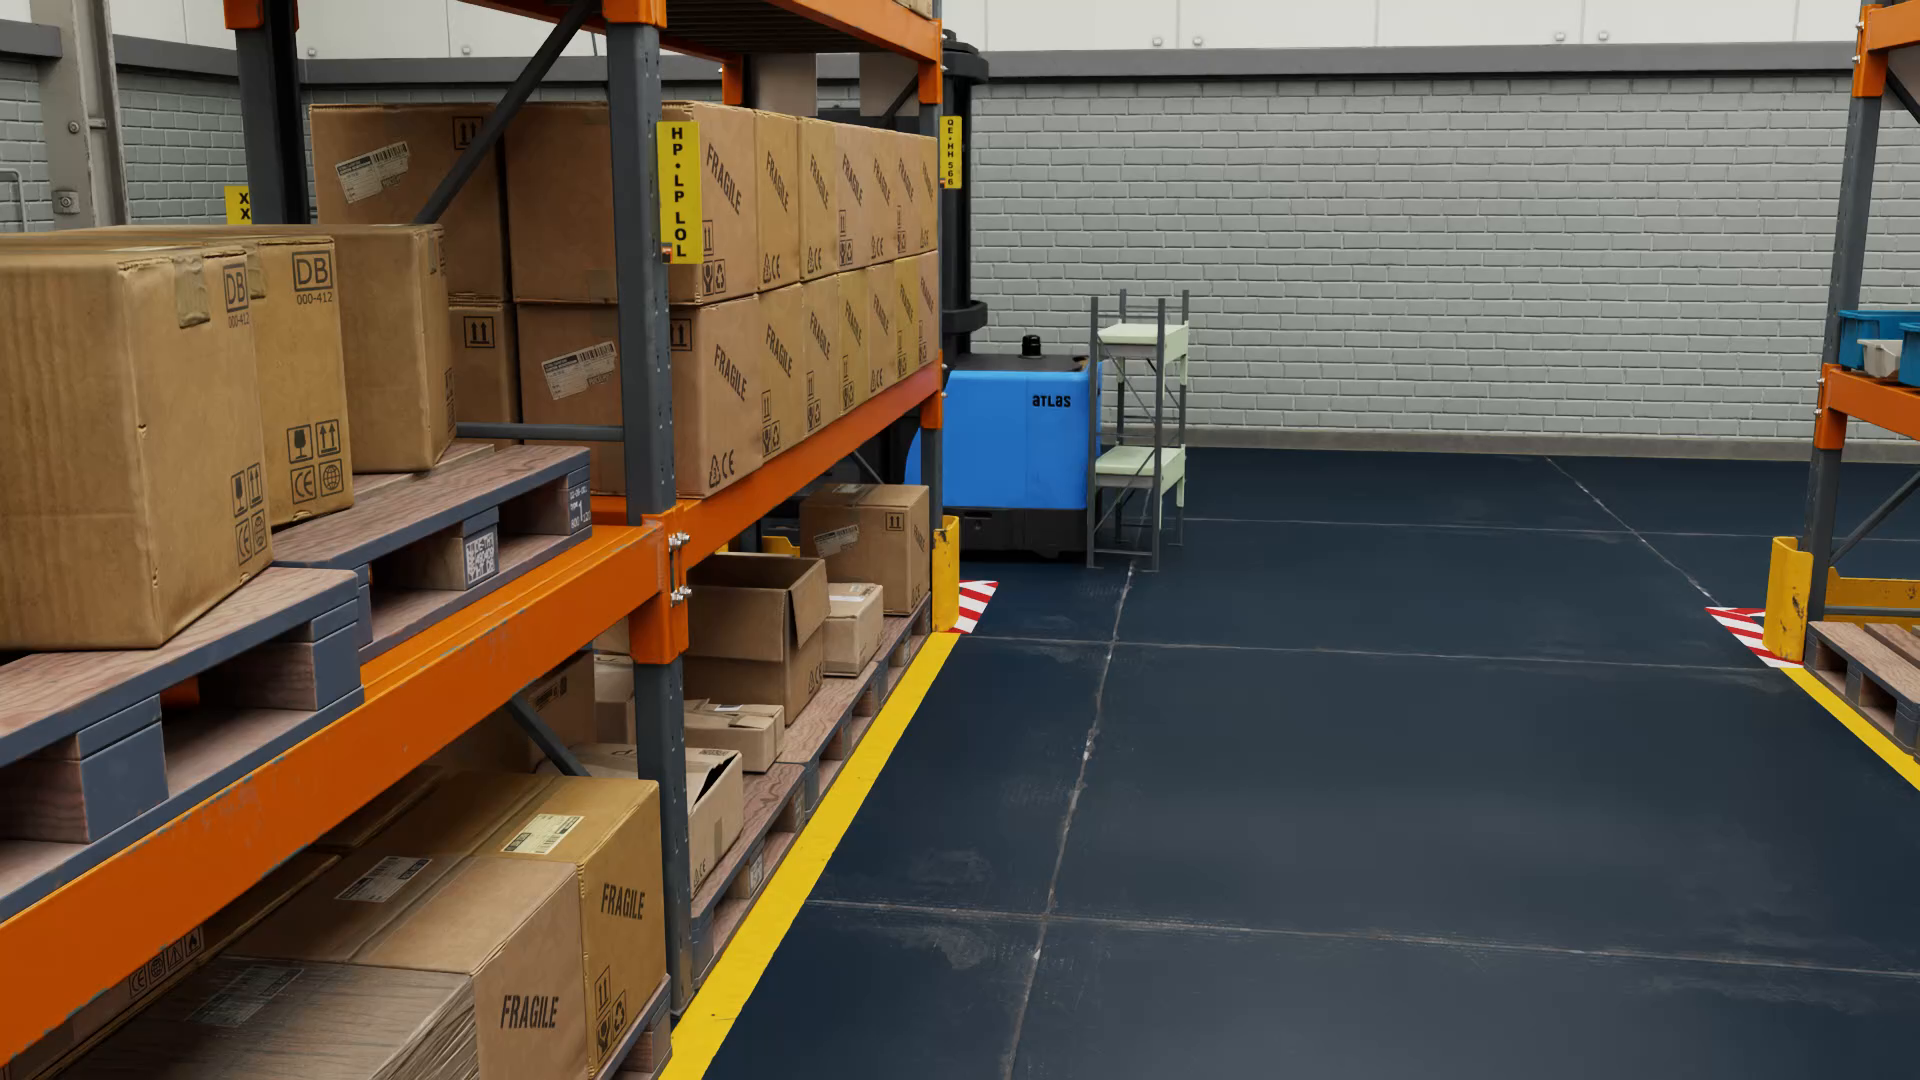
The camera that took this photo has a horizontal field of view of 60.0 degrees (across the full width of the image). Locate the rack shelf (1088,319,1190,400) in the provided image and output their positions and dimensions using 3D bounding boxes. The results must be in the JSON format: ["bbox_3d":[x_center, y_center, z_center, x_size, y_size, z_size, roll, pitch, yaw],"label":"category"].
[{"bbox_3d":[1.010,-1.020,9.313,0.431,0.370,0.720,4,13,17],"label":"rack shelf"}]

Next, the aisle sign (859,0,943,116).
[{"bbox_3d":[-0.275,-2.370,7.701,0.394,0.787,0.004,2,12,9],"label":"aisle sign"}]

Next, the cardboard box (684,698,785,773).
[{"bbox_3d":[-0.802,0.647,5.554,0.380,0.166,0.250,2,12,9],"label":"cardboard box"}]

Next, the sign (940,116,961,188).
[{"bbox_3d":[-0.043,-1.794,7.697,0.100,0.325,0.005,2,12,9],"label":"sign"}]

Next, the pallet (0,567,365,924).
[{"bbox_3d":[-1.524,0.259,2.127,1.003,0.211,1.213,2,12,9],"label":"pallet"}]

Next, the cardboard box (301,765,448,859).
[{"bbox_3d":[-1.519,0.837,3.878,0.500,0.500,0.500,1,12,6],"label":"cardboard box"}]

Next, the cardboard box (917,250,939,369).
[{"bbox_3d":[-0.388,-1.042,7.471,0.500,0.500,0.500,2,12,10],"label":"cardboard box"}]

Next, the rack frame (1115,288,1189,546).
[{"bbox_3d":[1.120,-0.712,9.736,0.400,1.500,0.023,4,13,17],"label":"rack frame"}]

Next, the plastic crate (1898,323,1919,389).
[{"bbox_3d":[3.841,-0.704,6.394,0.416,0.233,0.300,2,12,9],"label":"plastic crate"}]

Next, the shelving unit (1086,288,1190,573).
[{"bbox_3d":[1.010,-0.638,9.395,0.431,1.500,0.755,4,13,17],"label":"shelving unit"}]

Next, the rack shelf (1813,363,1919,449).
[{"bbox_3d":[3.998,-0.166,5.351,1.077,0.370,4.000,2,12,9],"label":"rack shelf"}]

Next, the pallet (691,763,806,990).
[{"bbox_3d":[-1.097,0.958,5.049,1.003,0.211,1.213,2,12,9],"label":"pallet"}]

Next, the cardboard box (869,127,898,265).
[{"bbox_3d":[-0.537,-1.318,6.379,0.500,0.500,0.500,2,12,10],"label":"cardboard box"}]

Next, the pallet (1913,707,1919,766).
[{"bbox_3d":[3.950,0.853,5.535,1.003,0.211,1.213,2,12,9],"label":"pallet"}]

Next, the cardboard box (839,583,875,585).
[{"bbox_3d":[-0.580,0.277,7.268,0.380,0.166,0.250,2,12,9],"label":"cardboard box"}]

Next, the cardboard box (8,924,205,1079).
[{"bbox_3d":[-1.672,0.679,2.833,0.500,0.250,0.500,2,12,9],"label":"cardboard box"}]

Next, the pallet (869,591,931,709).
[{"bbox_3d":[-0.722,0.450,7.406,1.003,0.211,1.213,2,12,9],"label":"pallet"}]

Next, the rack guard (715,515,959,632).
[{"bbox_3d":[-0.600,0.143,8.145,1.175,0.500,0.348,2,12,9],"label":"rack guard"}]

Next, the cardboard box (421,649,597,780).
[{"bbox_3d":[-1.396,0.617,4.902,0.500,0.500,0.500,2,12,9],"label":"cardboard box"}]

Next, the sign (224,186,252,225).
[{"bbox_3d":[-1.741,-0.702,4.075,0.100,0.325,0.005,2,12,9],"label":"sign"}]

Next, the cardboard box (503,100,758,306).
[{"bbox_3d":[-0.853,-0.889,4.389,0.500,0.500,0.500,2,12,10],"label":"cardboard box"}]

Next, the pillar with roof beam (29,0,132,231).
[{"bbox_3d":[-1.669,-4.638,10.155,9.100,9.000,0.400,2,12,9],"label":"pillar with roof beam"}]

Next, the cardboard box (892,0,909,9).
[{"bbox_3d":[-0.494,-2.269,6.638,0.500,0.250,0.500,2,12,9],"label":"cardboard box"}]

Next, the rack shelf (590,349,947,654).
[{"bbox_3d":[-0.896,-0.327,6.099,1.077,0.370,4.000,2,12,9],"label":"rack shelf"}]

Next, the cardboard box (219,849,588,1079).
[{"bbox_3d":[-1.080,0.959,3.313,0.500,0.500,0.500,2,12,9],"label":"cardboard box"}]

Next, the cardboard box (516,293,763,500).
[{"bbox_3d":[-0.856,-0.409,4.533,0.500,0.500,0.500,2,12,10],"label":"cardboard box"}]

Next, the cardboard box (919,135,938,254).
[{"bbox_3d":[-0.385,-1.531,7.368,0.500,0.500,0.500,2,12,8],"label":"cardboard box"}]

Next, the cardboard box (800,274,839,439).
[{"bbox_3d":[-0.701,-0.619,5.510,0.500,0.500,0.500,2,12,8],"label":"cardboard box"}]

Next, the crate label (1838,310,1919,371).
[{"bbox_3d":[3.942,-0.841,7.029,0.416,0.233,0.303,2,12,9],"label":"crate label"}]

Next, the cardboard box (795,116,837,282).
[{"bbox_3d":[-0.695,-1.104,5.384,0.500,0.500,0.500,2,12,7],"label":"cardboard box"}]

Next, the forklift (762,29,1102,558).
[{"bbox_3d":[-0.690,-1.448,9.757,3.031,2.935,1.130,2,12,8],"label":"forklift"}]

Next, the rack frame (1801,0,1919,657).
[{"bbox_3d":[4.306,-0.934,7.207,1.000,3.000,0.127,2,12,9],"label":"rack frame"}]

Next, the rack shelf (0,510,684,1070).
[{"bbox_3d":[-1.511,0.505,2.236,1.077,0.370,4.000,2,12,9],"label":"rack shelf"}]

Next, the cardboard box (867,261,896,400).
[{"bbox_3d":[-0.547,-0.830,6.489,0.500,0.500,0.500,2,12,9],"label":"cardboard box"}]

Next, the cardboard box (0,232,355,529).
[{"bbox_3d":[-1.540,-0.280,2.939,0.700,0.500,0.500,4,13,18],"label":"cardboard box"}]

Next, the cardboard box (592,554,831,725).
[{"bbox_3d":[-0.920,0.351,6.124,0.797,0.503,0.637,2,12,9],"label":"cardboard box"}]

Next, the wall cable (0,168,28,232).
[{"bbox_3d":[-6.221,-2.049,9.969,0.084,1.984,1.851,2,12,9],"label":"wall cable"}]

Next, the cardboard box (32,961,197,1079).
[{"bbox_3d":[-1.674,1.052,2.880,0.500,0.500,0.500,2,12,9],"label":"cardboard box"}]
